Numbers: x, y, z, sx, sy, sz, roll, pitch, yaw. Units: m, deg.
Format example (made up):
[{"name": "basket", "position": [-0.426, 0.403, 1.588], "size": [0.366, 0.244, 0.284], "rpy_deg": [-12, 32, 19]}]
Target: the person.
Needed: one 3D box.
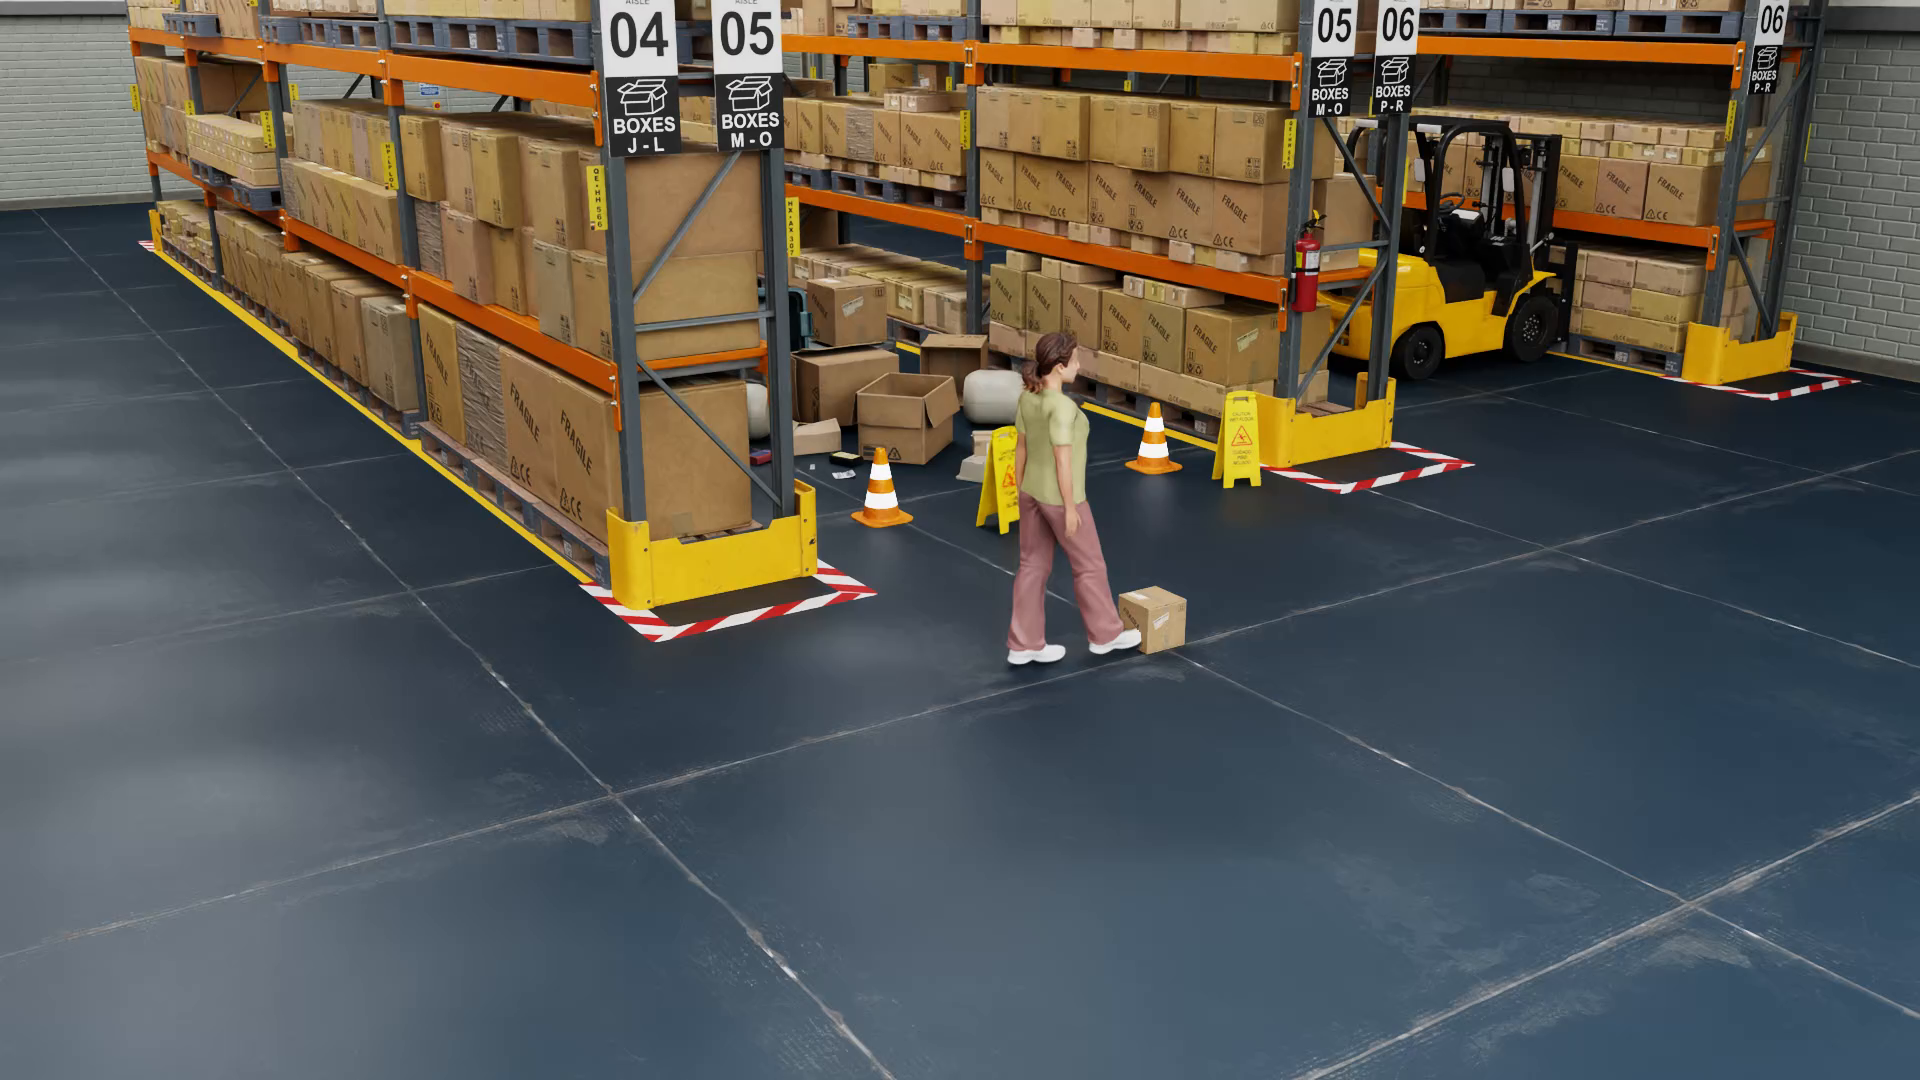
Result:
[{"name": "person", "position": [0.570, -0.214, 8.185], "size": [0.725, 1.664, 0.462], "rpy_deg": [-11, 21, -30]}]
